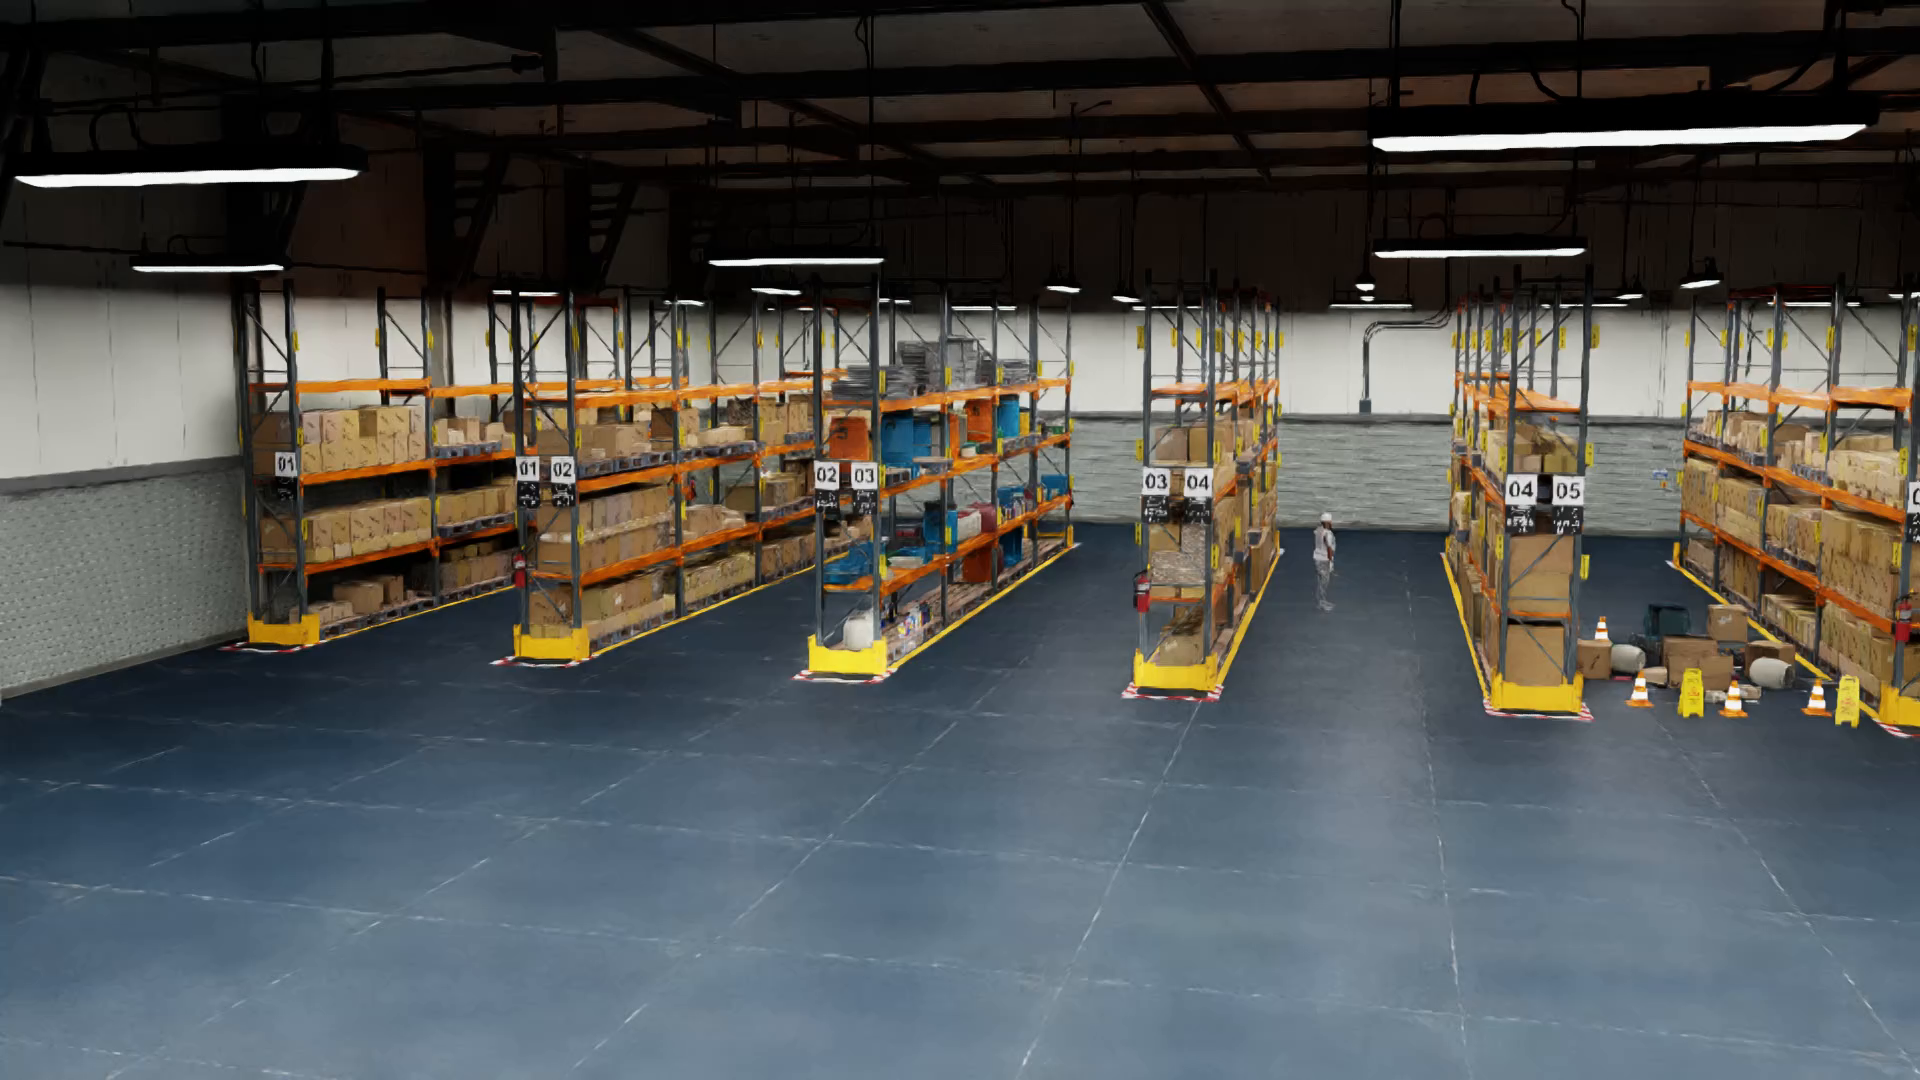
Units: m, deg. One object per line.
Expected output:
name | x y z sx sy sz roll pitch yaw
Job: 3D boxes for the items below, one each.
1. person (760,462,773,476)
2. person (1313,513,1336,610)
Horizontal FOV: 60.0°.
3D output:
person | -5.251 -1.280 45.280 0.556 1.712 1.030 2 7 13
person | 6.832 0.381 30.999 0.480 1.782 0.629 -1 7 -10
